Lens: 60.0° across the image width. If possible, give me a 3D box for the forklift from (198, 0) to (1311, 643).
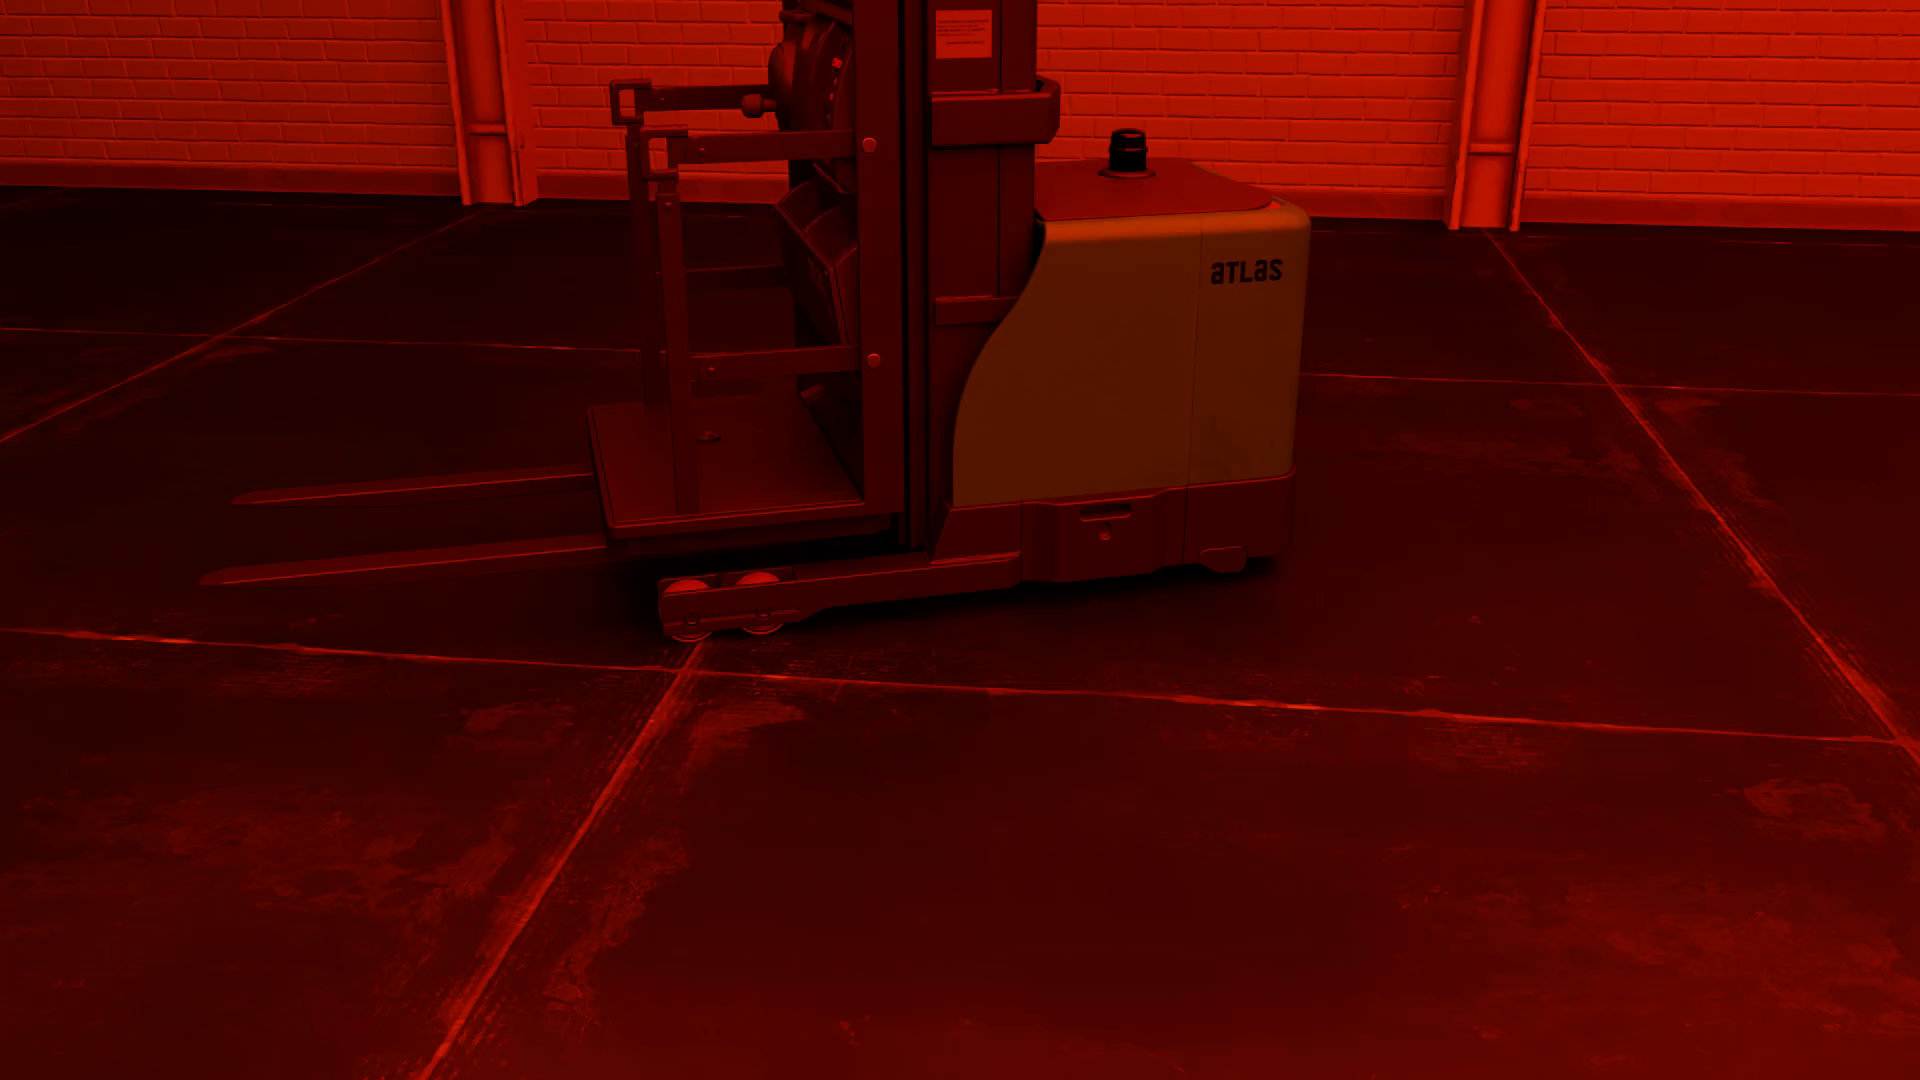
[{"bbox_3d":[-0.588,-1.301,4.485,3.031,2.935,1.130,-6,23,-14],"label":"forklift"}]
